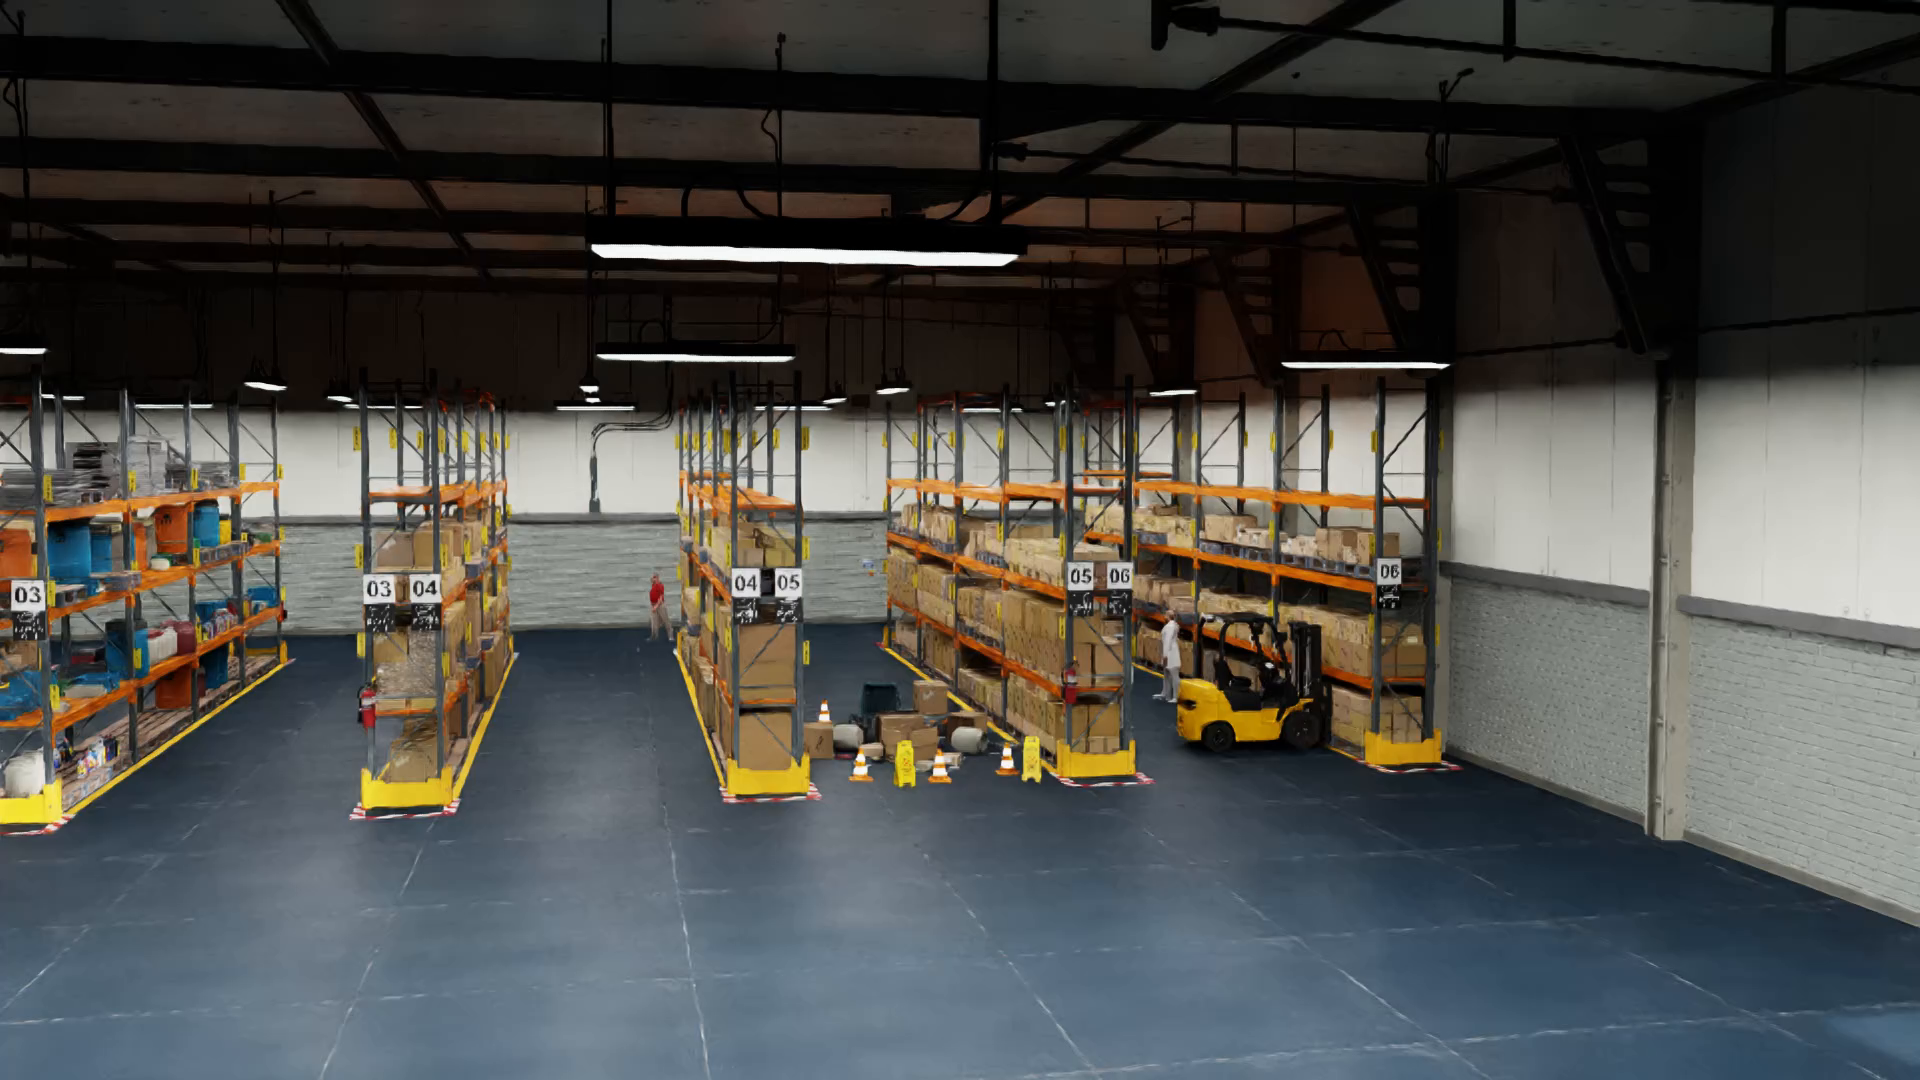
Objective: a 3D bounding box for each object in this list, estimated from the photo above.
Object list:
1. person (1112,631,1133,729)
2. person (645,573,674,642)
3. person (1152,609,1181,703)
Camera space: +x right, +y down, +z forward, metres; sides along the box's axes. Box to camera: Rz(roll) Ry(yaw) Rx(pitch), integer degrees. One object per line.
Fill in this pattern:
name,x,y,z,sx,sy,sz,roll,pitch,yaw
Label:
person,2.820,2.432,28.917,0.415,1.677,0.537,-3,5,-43
person,-7.493,1.679,41.492,0.718,1.709,0.569,-3,4,-40
person,3.991,2.203,31.829,0.641,1.772,0.693,1,3,12
